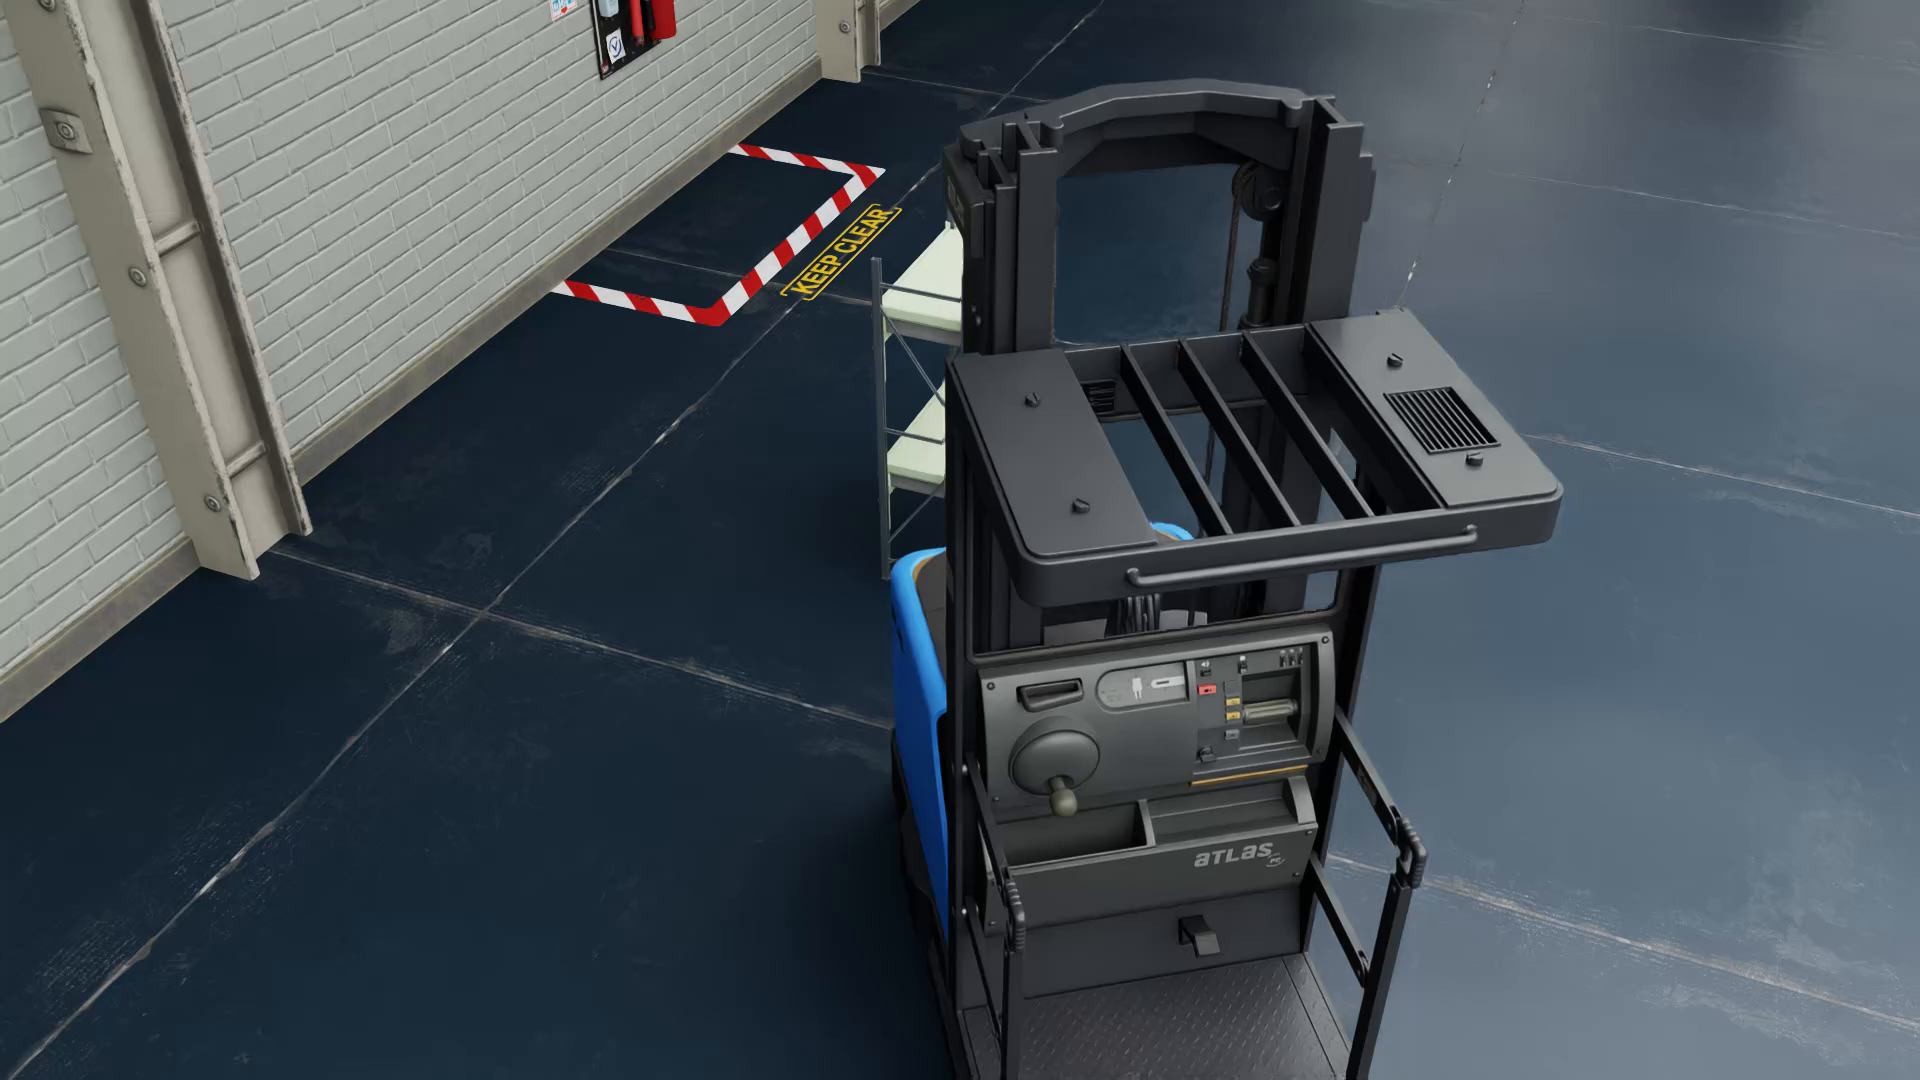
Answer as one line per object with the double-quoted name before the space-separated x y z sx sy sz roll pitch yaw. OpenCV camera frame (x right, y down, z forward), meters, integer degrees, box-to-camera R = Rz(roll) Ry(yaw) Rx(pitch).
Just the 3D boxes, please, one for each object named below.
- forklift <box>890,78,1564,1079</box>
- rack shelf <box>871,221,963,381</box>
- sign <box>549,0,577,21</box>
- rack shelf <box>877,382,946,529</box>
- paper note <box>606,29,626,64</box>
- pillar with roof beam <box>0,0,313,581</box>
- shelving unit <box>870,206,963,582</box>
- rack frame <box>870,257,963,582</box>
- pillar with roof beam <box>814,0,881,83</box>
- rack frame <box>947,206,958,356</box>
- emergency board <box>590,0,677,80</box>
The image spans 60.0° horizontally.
"forklift" 0.558 0.533 4.089 1.130 2.935 3.031 -7 37 -9
"rack shelf" -0.003 -0.910 6.562 0.431 0.370 0.720 14 39 18
"sign" -2.056 -2.868 8.552 0.001 0.329 0.234 14 39 18
"rack shelf" -0.003 -0.336 6.991 0.431 0.370 0.720 14 39 18
"paper note" -1.881 -2.701 9.094 0.016 0.148 0.142 14 39 18
"pillar with roof beam" 0.924 -2.596 3.207 9.100 9.000 0.400 14 39 18
"shelving unit" -0.003 -0.597 6.796 0.431 1.500 0.755 14 39 18
"rack frame" -0.142 -0.394 6.525 0.400 1.500 0.023 14 39 18
"pillar with roof beam" 3.207 -5.918 7.651 9.100 9.000 0.400 14 39 18
"rack frame" 0.137 -0.800 7.067 0.400 1.500 0.023 14 39 18
"emergency board" -1.750 -3.136 8.940 0.194 1.169 0.643 14 39 18
